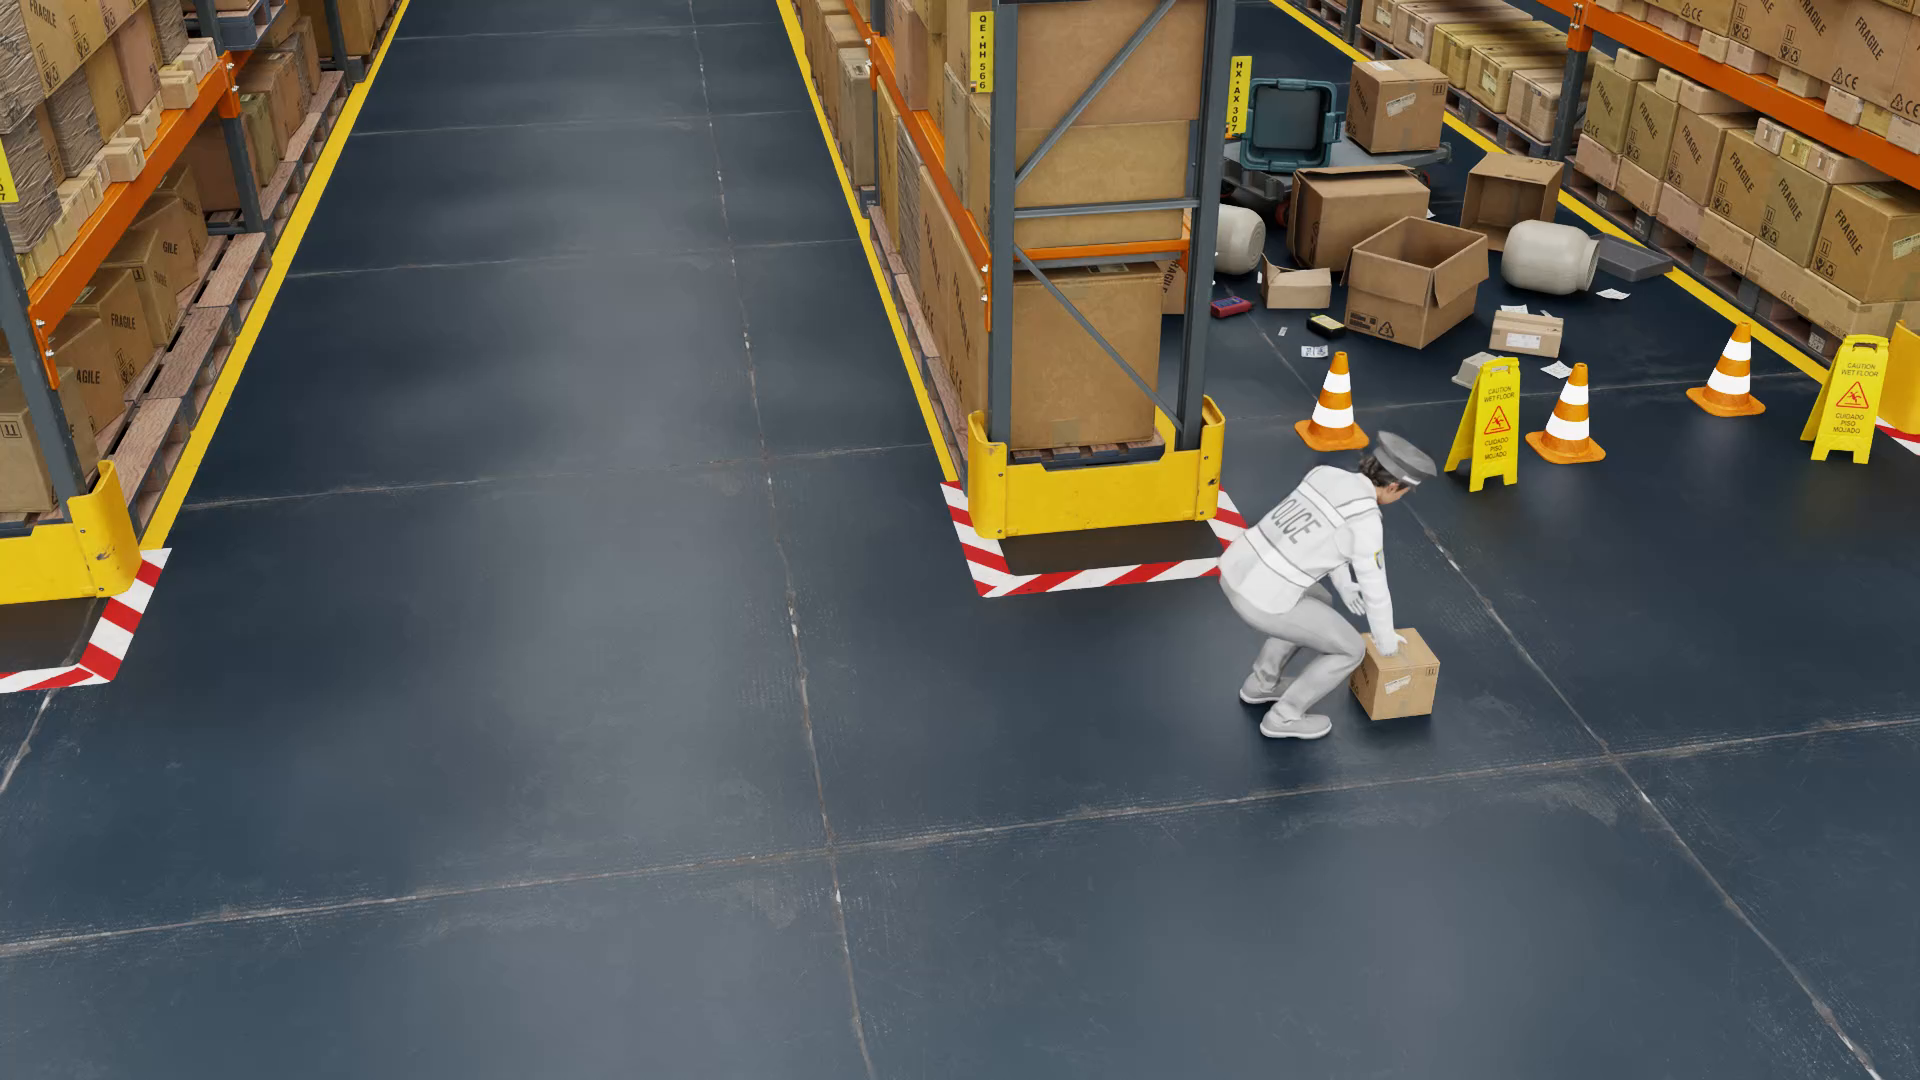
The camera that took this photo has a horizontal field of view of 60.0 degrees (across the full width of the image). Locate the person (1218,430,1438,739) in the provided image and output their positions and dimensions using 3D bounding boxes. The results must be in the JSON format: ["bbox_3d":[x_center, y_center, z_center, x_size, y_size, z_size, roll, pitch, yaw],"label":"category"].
[{"bbox_3d":[1.370,0.158,6.345,0.796,1.180,0.522,-5,31,-9],"label":"person"}]
